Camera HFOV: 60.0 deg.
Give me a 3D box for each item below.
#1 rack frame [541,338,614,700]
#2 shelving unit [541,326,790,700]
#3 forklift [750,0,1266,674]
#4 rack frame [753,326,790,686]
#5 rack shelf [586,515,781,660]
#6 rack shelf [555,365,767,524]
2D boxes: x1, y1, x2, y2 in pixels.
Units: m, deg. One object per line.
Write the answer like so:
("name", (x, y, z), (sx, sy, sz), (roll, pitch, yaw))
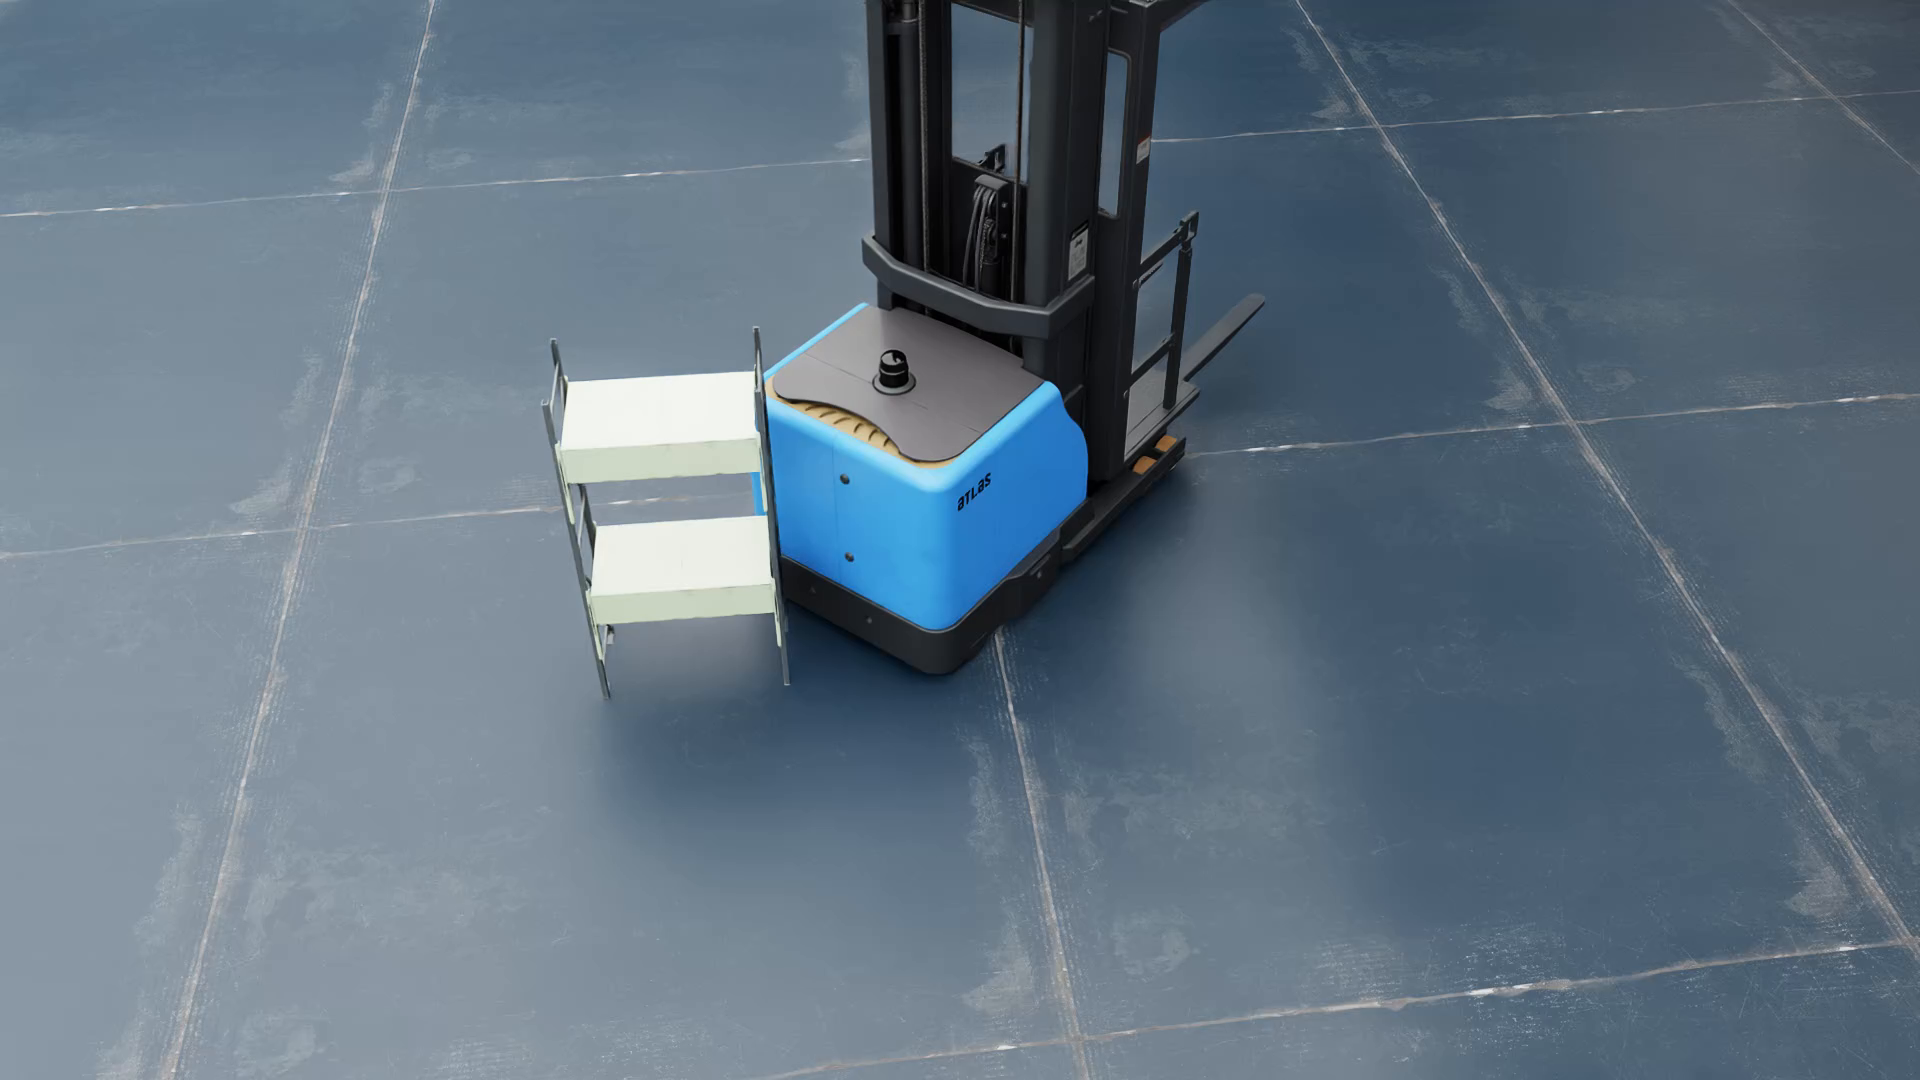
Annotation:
("rack frame", (-1.455, -0.042, 6.392), (0.023, 1.500, 0.400), (-4, 42, -4))
("shelving unit", (-1.091, -0.067, 6.420), (0.755, 1.500, 0.431), (-4, 42, -4))
("forklift", (0.403, -1.486, 6.924), (1.130, 2.935, 3.031), (26, 48, 26))
("rack frame", (-0.727, -0.092, 6.447), (0.023, 1.500, 0.400), (-4, 42, -4))
("rack shelf", (-1.091, 0.175, 6.638), (0.720, 0.370, 0.431), (-4, 42, -4))
("rack shelf", (-1.091, -0.357, 6.159), (0.720, 0.370, 0.431), (-4, 42, -4))
